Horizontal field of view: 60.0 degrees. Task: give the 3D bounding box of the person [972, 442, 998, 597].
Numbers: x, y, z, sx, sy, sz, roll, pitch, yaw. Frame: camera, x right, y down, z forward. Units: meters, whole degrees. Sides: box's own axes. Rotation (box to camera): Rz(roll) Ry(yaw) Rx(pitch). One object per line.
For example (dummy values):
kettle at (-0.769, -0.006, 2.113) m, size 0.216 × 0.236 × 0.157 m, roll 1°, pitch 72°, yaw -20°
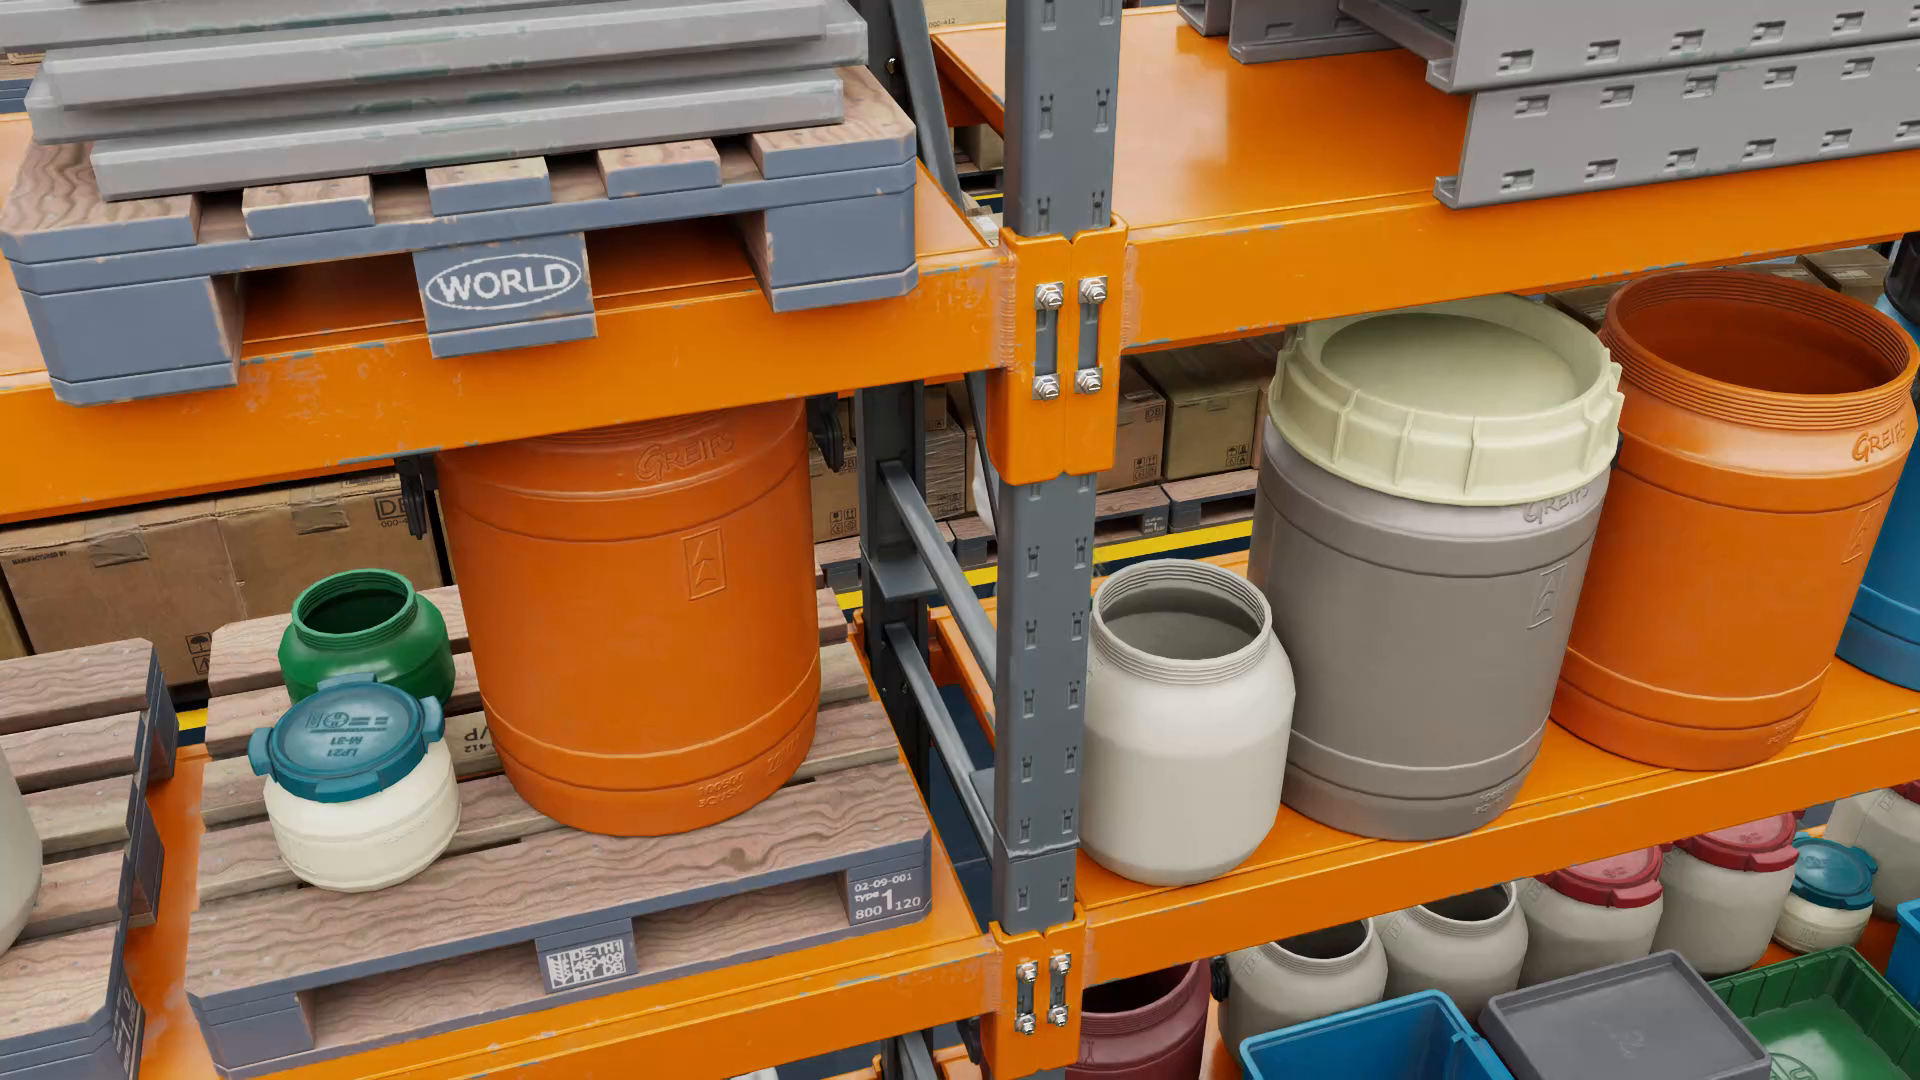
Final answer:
person at (0.301, -0.135, 7.630) m, size 0.454 × 1.757 × 0.611 m, roll -11°, pitch 35°, yaw -16°
